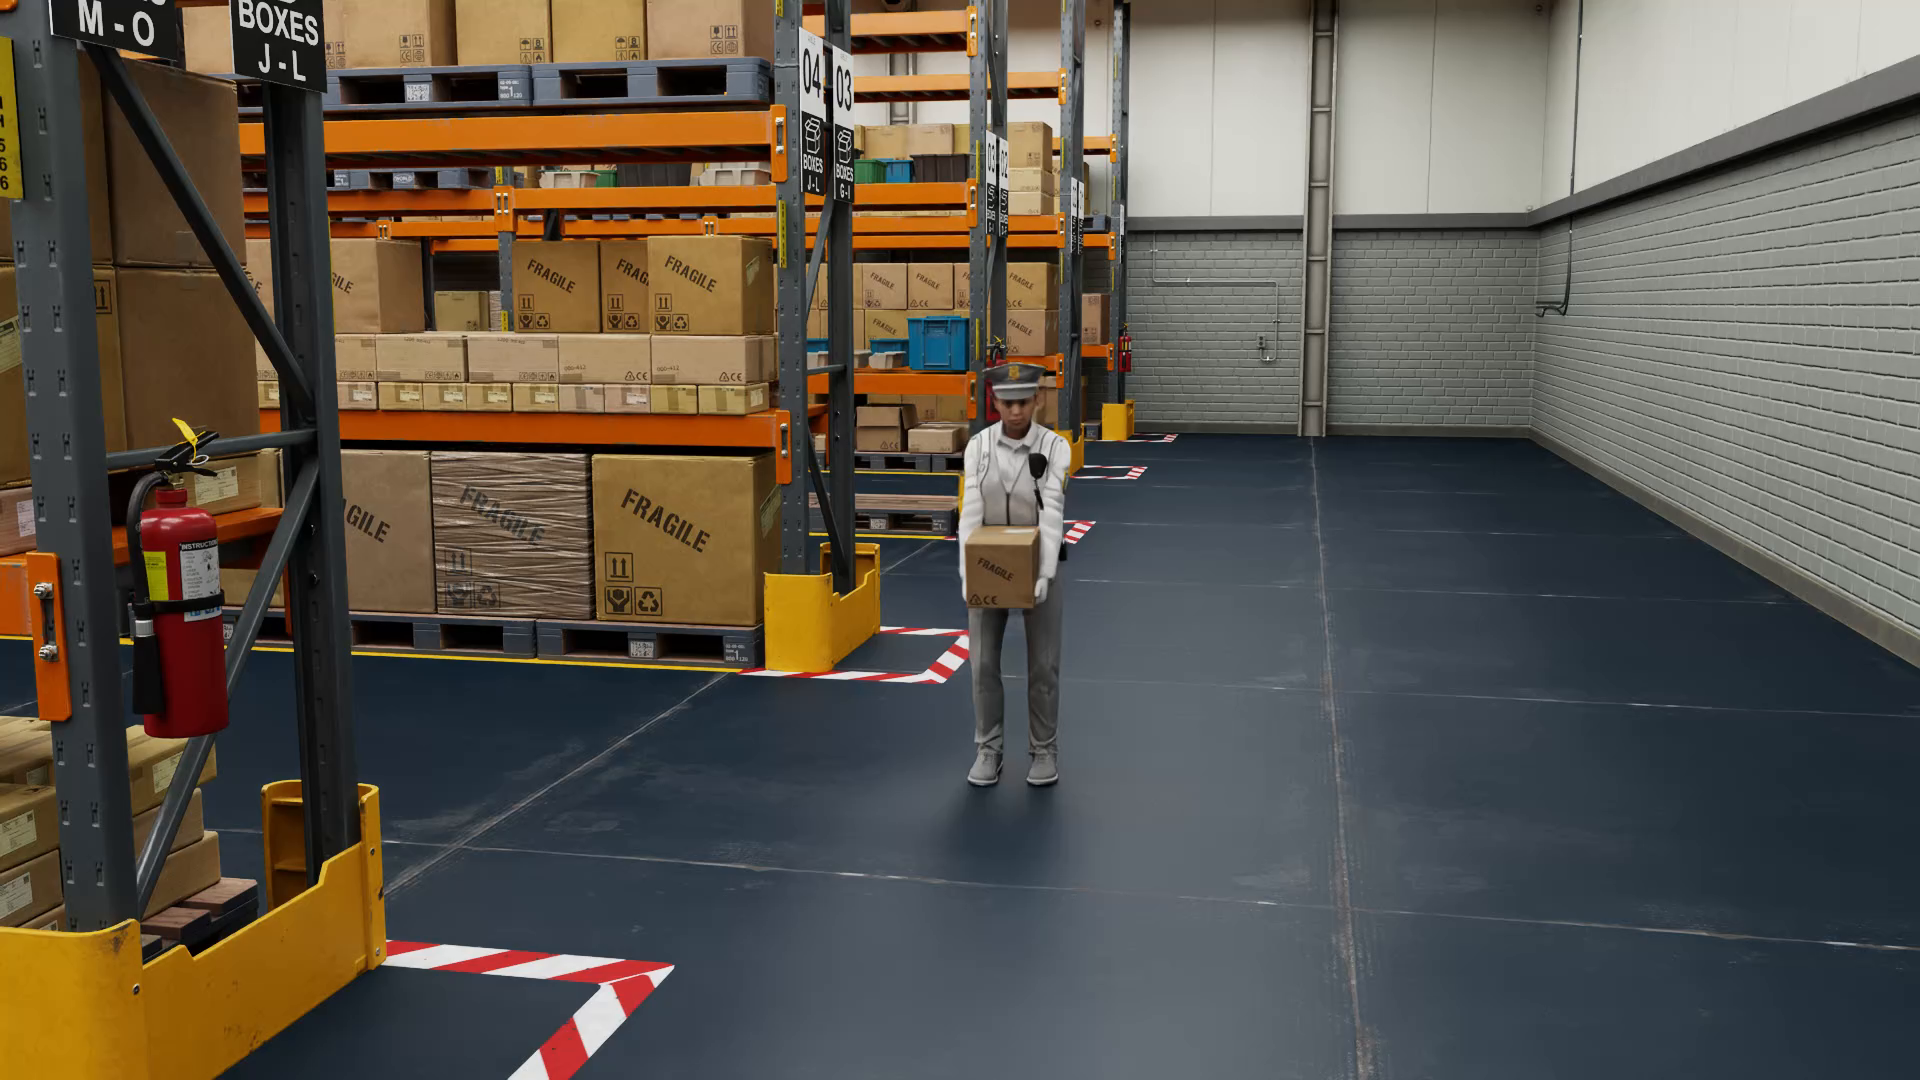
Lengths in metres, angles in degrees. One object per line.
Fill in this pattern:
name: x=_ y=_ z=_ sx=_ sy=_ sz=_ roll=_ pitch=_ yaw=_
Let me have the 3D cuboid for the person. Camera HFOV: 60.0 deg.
person: x=0.215 y=0.136 z=6.445 sx=0.414 sy=1.648 sz=0.550 roll=1 pitch=8 yaw=10
